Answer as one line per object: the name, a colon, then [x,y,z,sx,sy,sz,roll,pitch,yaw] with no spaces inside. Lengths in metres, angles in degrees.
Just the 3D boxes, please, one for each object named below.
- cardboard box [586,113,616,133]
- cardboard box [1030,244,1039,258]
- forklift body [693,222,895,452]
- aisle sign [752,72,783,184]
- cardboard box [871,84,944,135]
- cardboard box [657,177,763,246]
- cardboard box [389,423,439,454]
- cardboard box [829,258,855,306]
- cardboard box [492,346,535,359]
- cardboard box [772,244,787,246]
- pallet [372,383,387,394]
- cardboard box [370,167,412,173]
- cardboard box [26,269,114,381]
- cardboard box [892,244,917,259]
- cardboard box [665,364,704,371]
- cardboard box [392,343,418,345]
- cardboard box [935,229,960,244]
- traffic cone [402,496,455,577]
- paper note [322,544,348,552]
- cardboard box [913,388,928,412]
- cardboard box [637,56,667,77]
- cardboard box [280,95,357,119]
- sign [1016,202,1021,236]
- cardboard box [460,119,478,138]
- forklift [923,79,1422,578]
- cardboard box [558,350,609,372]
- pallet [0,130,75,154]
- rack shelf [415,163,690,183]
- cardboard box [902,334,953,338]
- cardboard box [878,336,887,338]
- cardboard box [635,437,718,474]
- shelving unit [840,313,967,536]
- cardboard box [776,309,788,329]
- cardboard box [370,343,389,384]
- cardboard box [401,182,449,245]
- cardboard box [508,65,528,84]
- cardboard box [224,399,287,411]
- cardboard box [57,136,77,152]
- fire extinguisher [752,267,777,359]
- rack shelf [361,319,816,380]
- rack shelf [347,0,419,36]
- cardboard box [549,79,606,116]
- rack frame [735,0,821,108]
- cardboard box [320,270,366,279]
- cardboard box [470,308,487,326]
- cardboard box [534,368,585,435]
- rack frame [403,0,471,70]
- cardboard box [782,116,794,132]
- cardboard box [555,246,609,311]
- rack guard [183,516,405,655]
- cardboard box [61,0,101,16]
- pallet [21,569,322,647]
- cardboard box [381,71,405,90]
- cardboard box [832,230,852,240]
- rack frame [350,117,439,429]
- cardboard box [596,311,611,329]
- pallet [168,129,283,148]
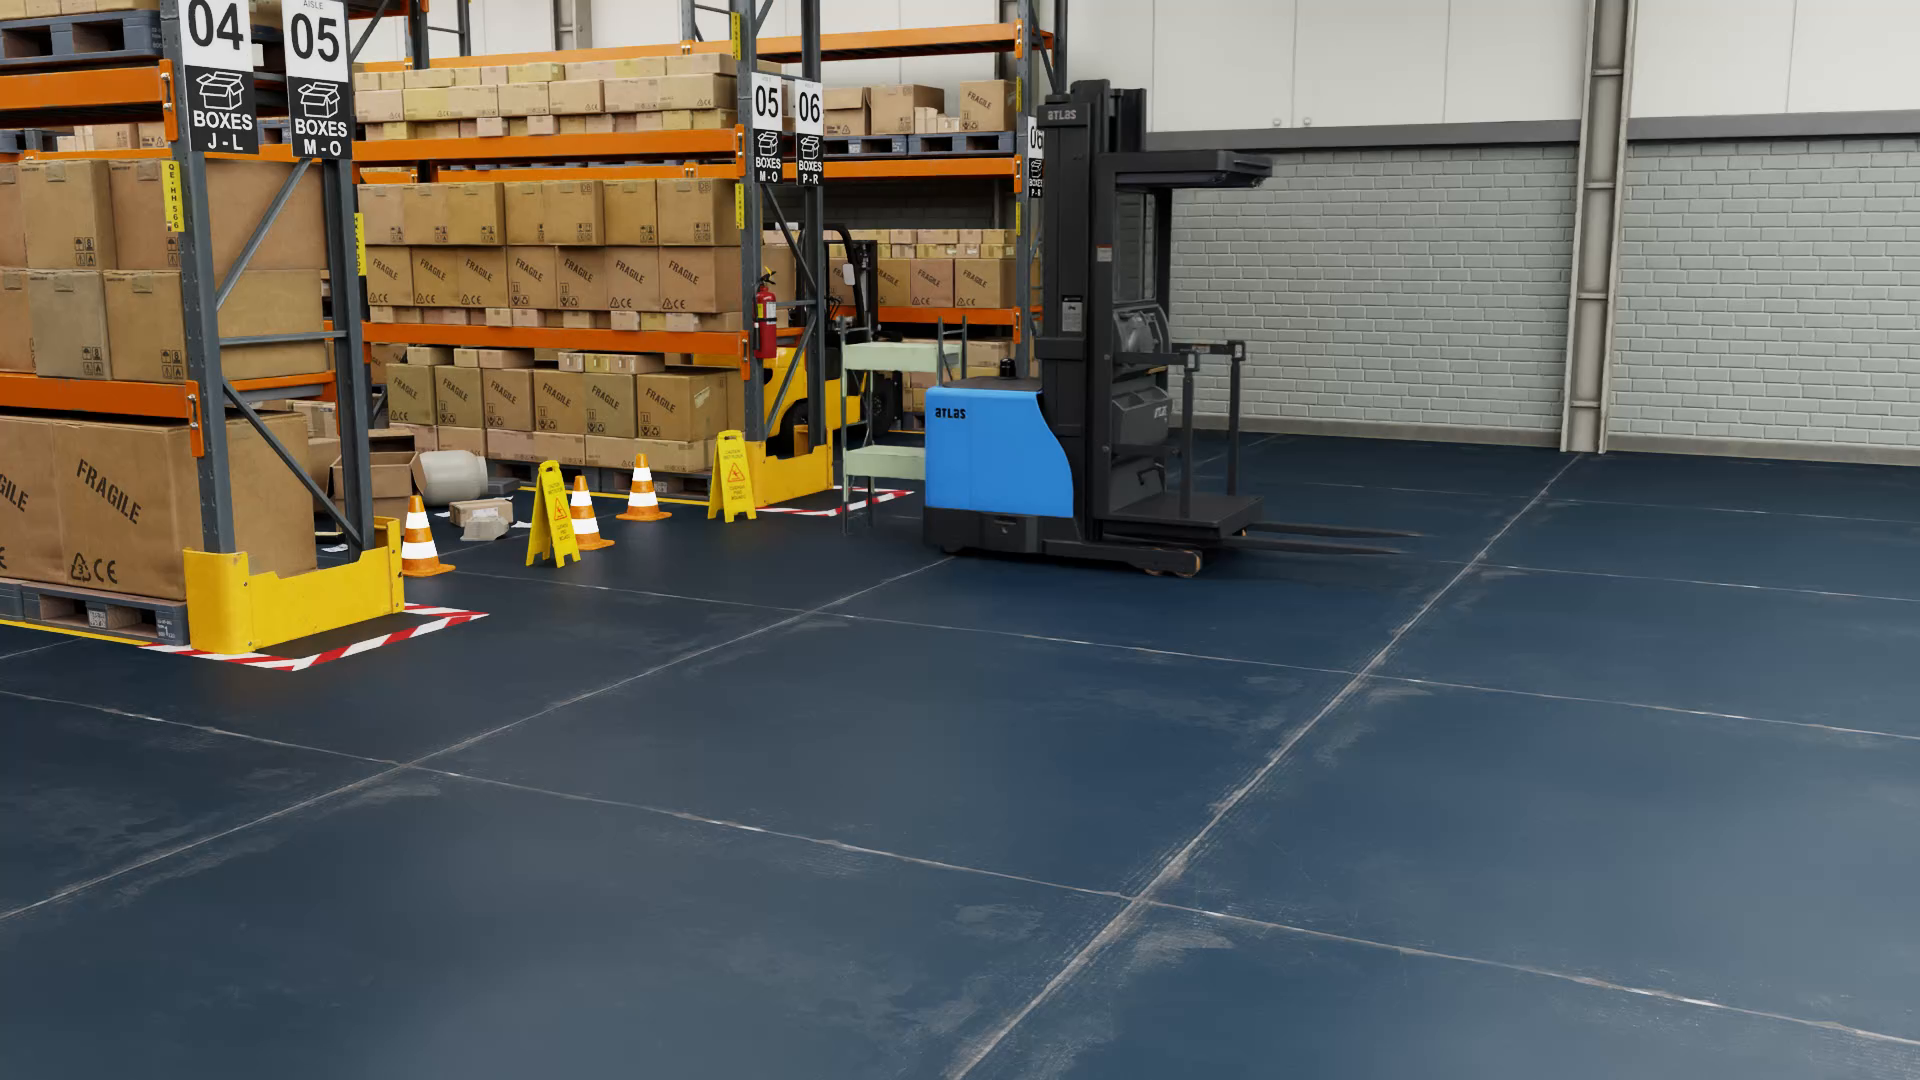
cardboard box: [-2.702,-3.237,12.974,0.250,0.149,0.380,5,11,25]
cardboard box: [0.648,-3.047,17.541,0.250,0.149,0.380,5,11,24]
forklift body: [-1.670,-2.051,16.522,1.214,2.155,2.313,5,11,26]
aisle sign: [-1.428,-3.045,12.335,0.004,0.787,0.394,5,11,26]
cardboard box: [-0.542,-4.484,17.421,0.500,0.500,0.700,5,11,26]
cardboard box: [-1.910,-2.510,12.755,0.500,0.500,0.700,5,11,24]
cardboard box: [-4.533,-0.897,14.303,0.500,0.250,0.500,4,11,23]
cardboard box: [-1.097,-2.777,17.871,0.500,0.500,0.500,5,11,26]
cardboard box: [-5.194,-2.177,20.327,0.625,0.625,0.875,5,12,28]
cardboard box: [-1.913,-3.159,18.162,0.250,0.149,0.380,5,12,27]
pallet: [-6.990,-1.934,21.321,1.213,0.211,1.003,5,11,26]
cardboard box: [-6.905,-4.645,20.470,0.500,0.250,0.500,5,11,24]
cardboard box: [-4.311,-1.155,8.766,0.550,0.550,0.875,5,11,26]
cardboard box: [-0.523,-3.042,17.513,0.250,0.149,0.380,5,11,24]
cardboard box: [-2.449,-1.190,13.819,0.500,0.500,0.500,5,11,24]
cardboard box: [-6.892,-2.535,20.833,0.250,0.149,0.380,4,11,23]
cardboard box: [-0.059,-3.151,17.278,0.250,0.149,0.380,5,12,27]
traffic cone: [-3.303,-0.039,10.147,0.334,0.463,0.336,5,11,26]
paper note: [-4.073,0.052,10.864,0.144,0.017,0.142,-10,14,-43]
cardboard box: [-0.166,-1.491,17.589,0.500,0.250,0.500,5,11,26]
cardboard box: [-2.241,-3.585,12.661,0.250,0.149,0.380,5,11,25]
cardboard box: [-5.531,-3.764,14.426,0.500,0.250,0.500,5,11,25]
sign: [0.585,-3.211,16.634,0.005,0.325,0.100,5,11,26]
cardboard box: [-3.849,-3.341,13.550,0.250,0.149,0.380,5,11,24]
forklift: [1.319,-1.321,10.298,3.031,2.935,1.130,5,11,25]
cardboard box: [-3.008,-1.440,13.380,0.250,0.149,0.380,6,12,28]
pallet: [-9.131,-3.873,16.316,1.003,0.211,1.213,6,12,28]
rack shelf: [-4.543,-4.205,19.640,4.000,0.370,1.077,5,11,26]
cardboard box: [-0.403,-2.104,18.167,0.500,0.250,0.500,5,11,25]
cardboard box: [-1.082,-2.061,17.930,0.500,0.250,0.500,5,11,25]
cardboard box: [-2.221,-0.694,13.182,0.500,0.250,0.500,5,11,26]
shelving unit: [-0.379,-0.770,11.272,0.755,1.500,0.431,5,11,25]
cardboard box: [-1.569,-1.754,13.202,0.250,0.149,0.380,5,11,26]
cardboard box: [-7.256,-2.258,21.121,0.500,0.500,0.500,5,11,25]
cardboard box: [-4.196,-2.707,13.842,0.500,0.500,0.700,5,11,26]
cardboard box: [-3.374,-3.691,13.246,0.250,0.149,0.380,5,12,27]
cardboard box: [-5.704,-0.989,13.162,0.500,0.500,0.500,5,11,26]
cardboard box: [-8.323,-3.748,15.800,0.250,0.149,0.380,5,11,26]
fire extinguisher: [-1.457,-1.697,12.400,0.183,0.674,0.296,5,11,26]
rack shelf: [-3.149,-1.621,13.784,4.000,0.370,1.077,5,11,26]
rack shelf: [-6.736,-4.691,15.027,4.000,0.370,1.077,5,11,26]
cardboard box: [-2.852,-3.443,12.996,0.500,0.250,0.500,5,12,27]
rack frame: [-1.356,-4.769,12.315,0.127,3.000,1.000,5,11,26]
cardboard box: [-5.459,-2.535,14.517,0.500,0.500,0.500,5,11,25]
cardboard box: [-3.842,-1.864,13.813,0.250,0.149,0.380,5,11,26]
cardboard box: [-3.109,-1.143,13.559,0.500,0.500,0.500,5,11,24]
rack frame: [-6.337,-6.193,20.180,0.127,3.000,1.000,5,11,26]
cardboard box: [-1.509,-3.248,13.035,0.250,0.149,0.380,5,11,26]
cardboard box: [-2.858,-2.092,13.250,0.500,0.500,0.500,5,11,26]
rack guard: [-3.434,0.213,8.649,0.348,0.500,1.175,5,11,26]
cardboard box: [-4.129,-2.619,8.102,0.250,0.149,0.380,5,11,26]
pallet: [-4.207,0.303,8.965,1.213,0.211,1.003,5,11,26]
cardboard box: [-4.559,-3.785,13.762,0.250,0.149,0.380,5,12,28]
cardboard box: [-1.174,-3.262,17.895,0.250,0.149,0.380,5,11,26]
rack frame: [-4.943,-2.133,14.591,0.127,3.000,1.000,5,11,26]
cardboard box: [-2.694,-1.773,13.310,0.250,0.149,0.380,5,11,27]
pallet: [-6.381,-3.663,15.152,1.003,0.211,1.213,5,11,26]
